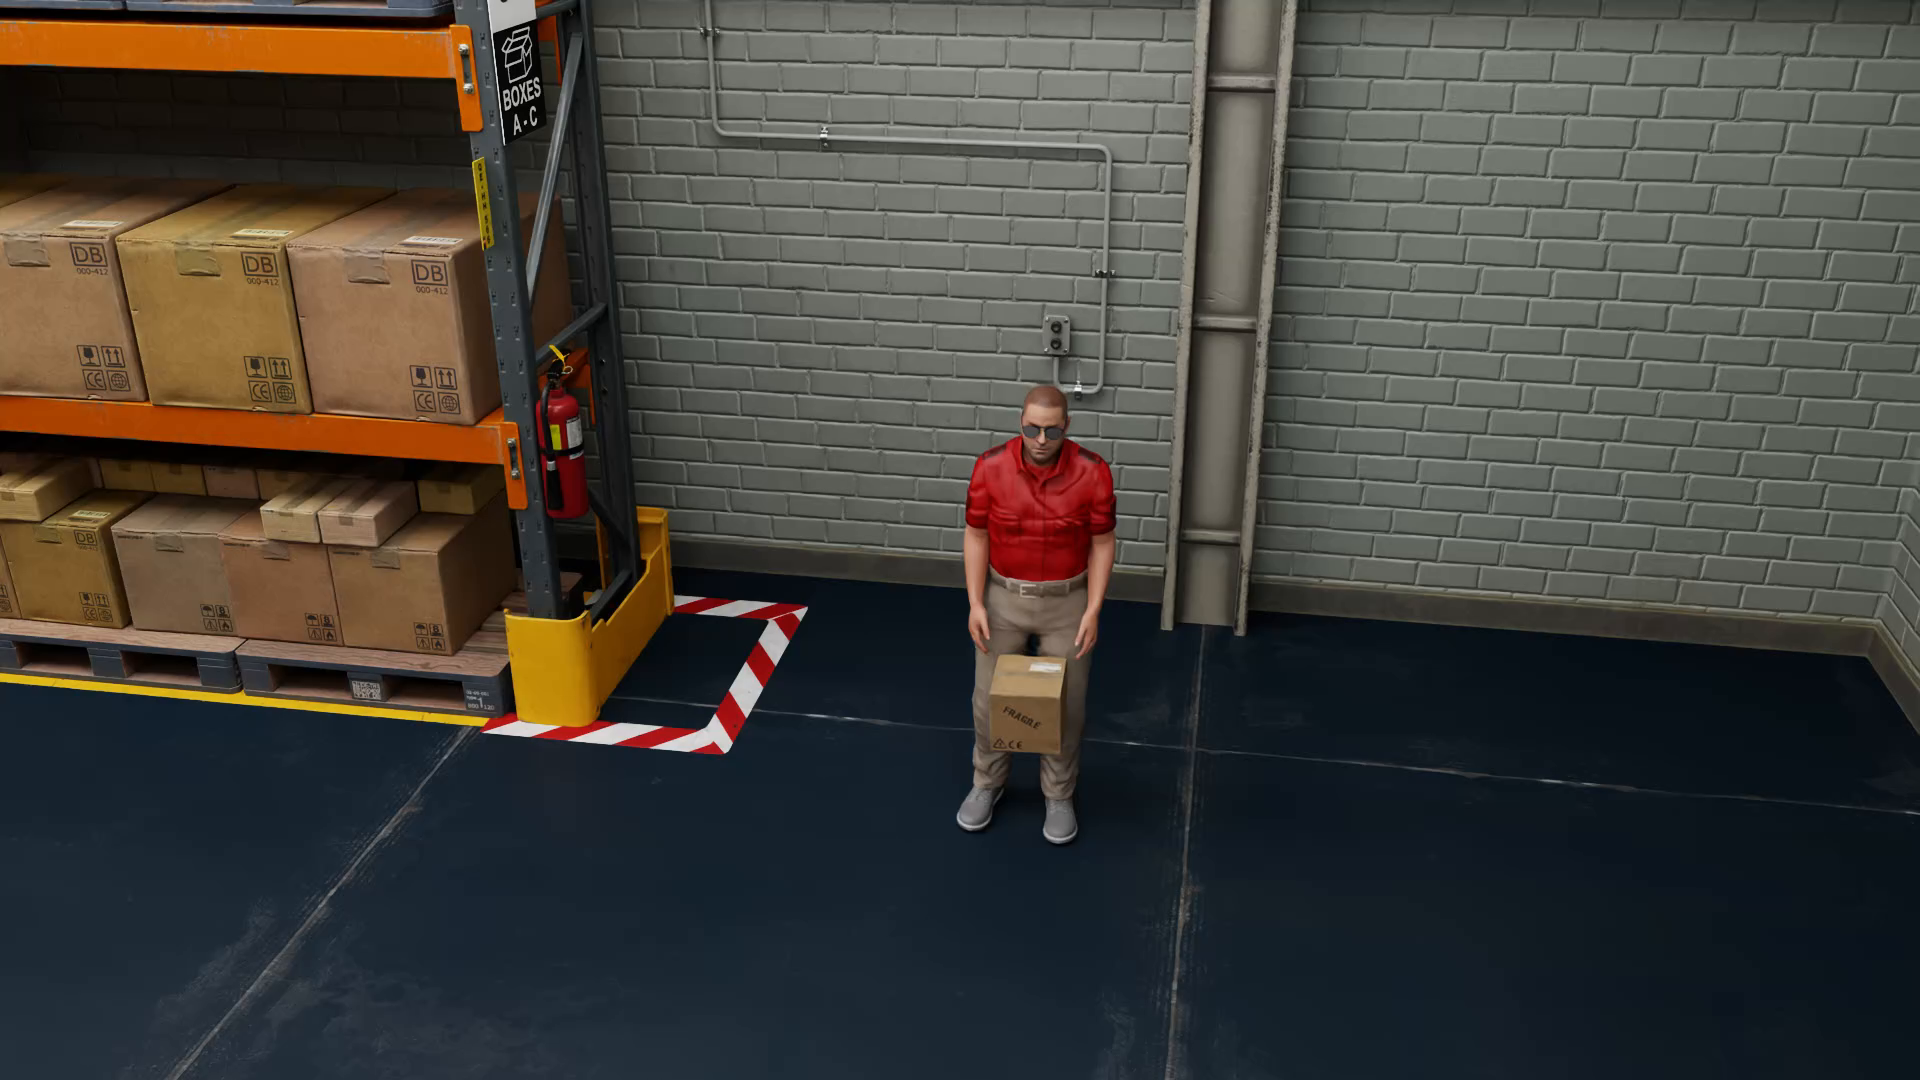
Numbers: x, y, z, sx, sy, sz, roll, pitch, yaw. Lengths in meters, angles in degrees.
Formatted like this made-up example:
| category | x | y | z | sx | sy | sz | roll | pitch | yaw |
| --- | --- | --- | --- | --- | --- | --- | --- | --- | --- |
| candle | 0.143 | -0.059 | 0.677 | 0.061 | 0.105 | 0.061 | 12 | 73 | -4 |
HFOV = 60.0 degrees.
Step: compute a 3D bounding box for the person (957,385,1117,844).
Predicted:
| category | x | y | z | sx | sy | sz | roll | pitch | yaw |
| --- | --- | --- | --- | --- | --- | --- | --- | --- | --- |
| person | 0.276 | 0.264 | 6.043 | 0.554 | 1.732 | 0.428 | 3 | 25 | 7 |
